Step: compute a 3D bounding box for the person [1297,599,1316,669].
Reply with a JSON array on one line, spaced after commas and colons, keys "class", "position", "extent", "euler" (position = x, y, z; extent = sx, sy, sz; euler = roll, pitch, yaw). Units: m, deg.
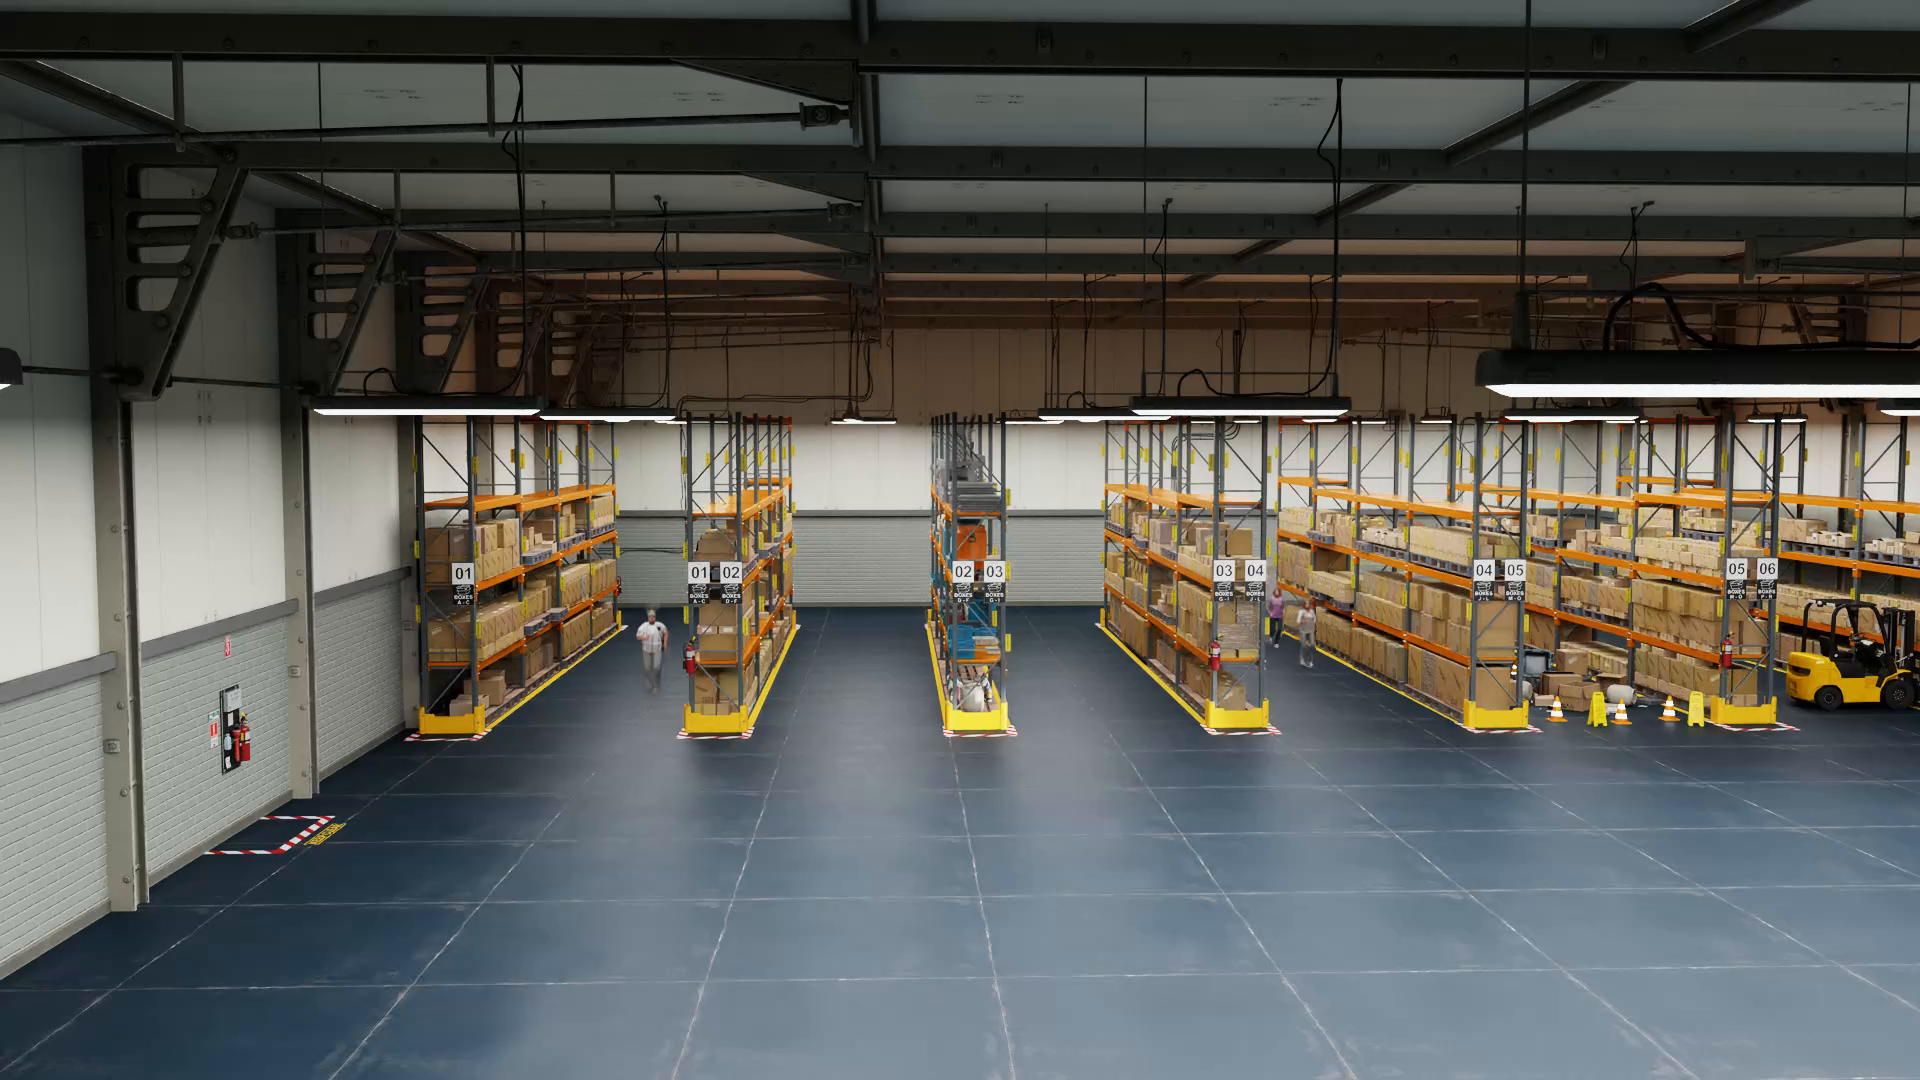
[{"class": "person", "position": [8.245, 2.228, 39.527], "extent": [0.516, 1.635, 0.677], "euler": [0, 4, -4]}]

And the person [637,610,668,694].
[{"class": "person", "position": [-6.627, 2.378, 35.820], "extent": [0.662, 1.763, 0.987], "euler": [-1, 4, -9]}]

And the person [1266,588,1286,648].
[{"class": "person", "position": [8.193, 2.017, 43.044], "extent": [0.535, 1.552, 0.554], "euler": [0, 4, -1]}]

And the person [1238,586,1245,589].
[{"class": "person", "position": [8.085, 1.593, 48.049], "extent": [0.766, 1.716, 0.877], "euler": [4, 5, 44]}]
